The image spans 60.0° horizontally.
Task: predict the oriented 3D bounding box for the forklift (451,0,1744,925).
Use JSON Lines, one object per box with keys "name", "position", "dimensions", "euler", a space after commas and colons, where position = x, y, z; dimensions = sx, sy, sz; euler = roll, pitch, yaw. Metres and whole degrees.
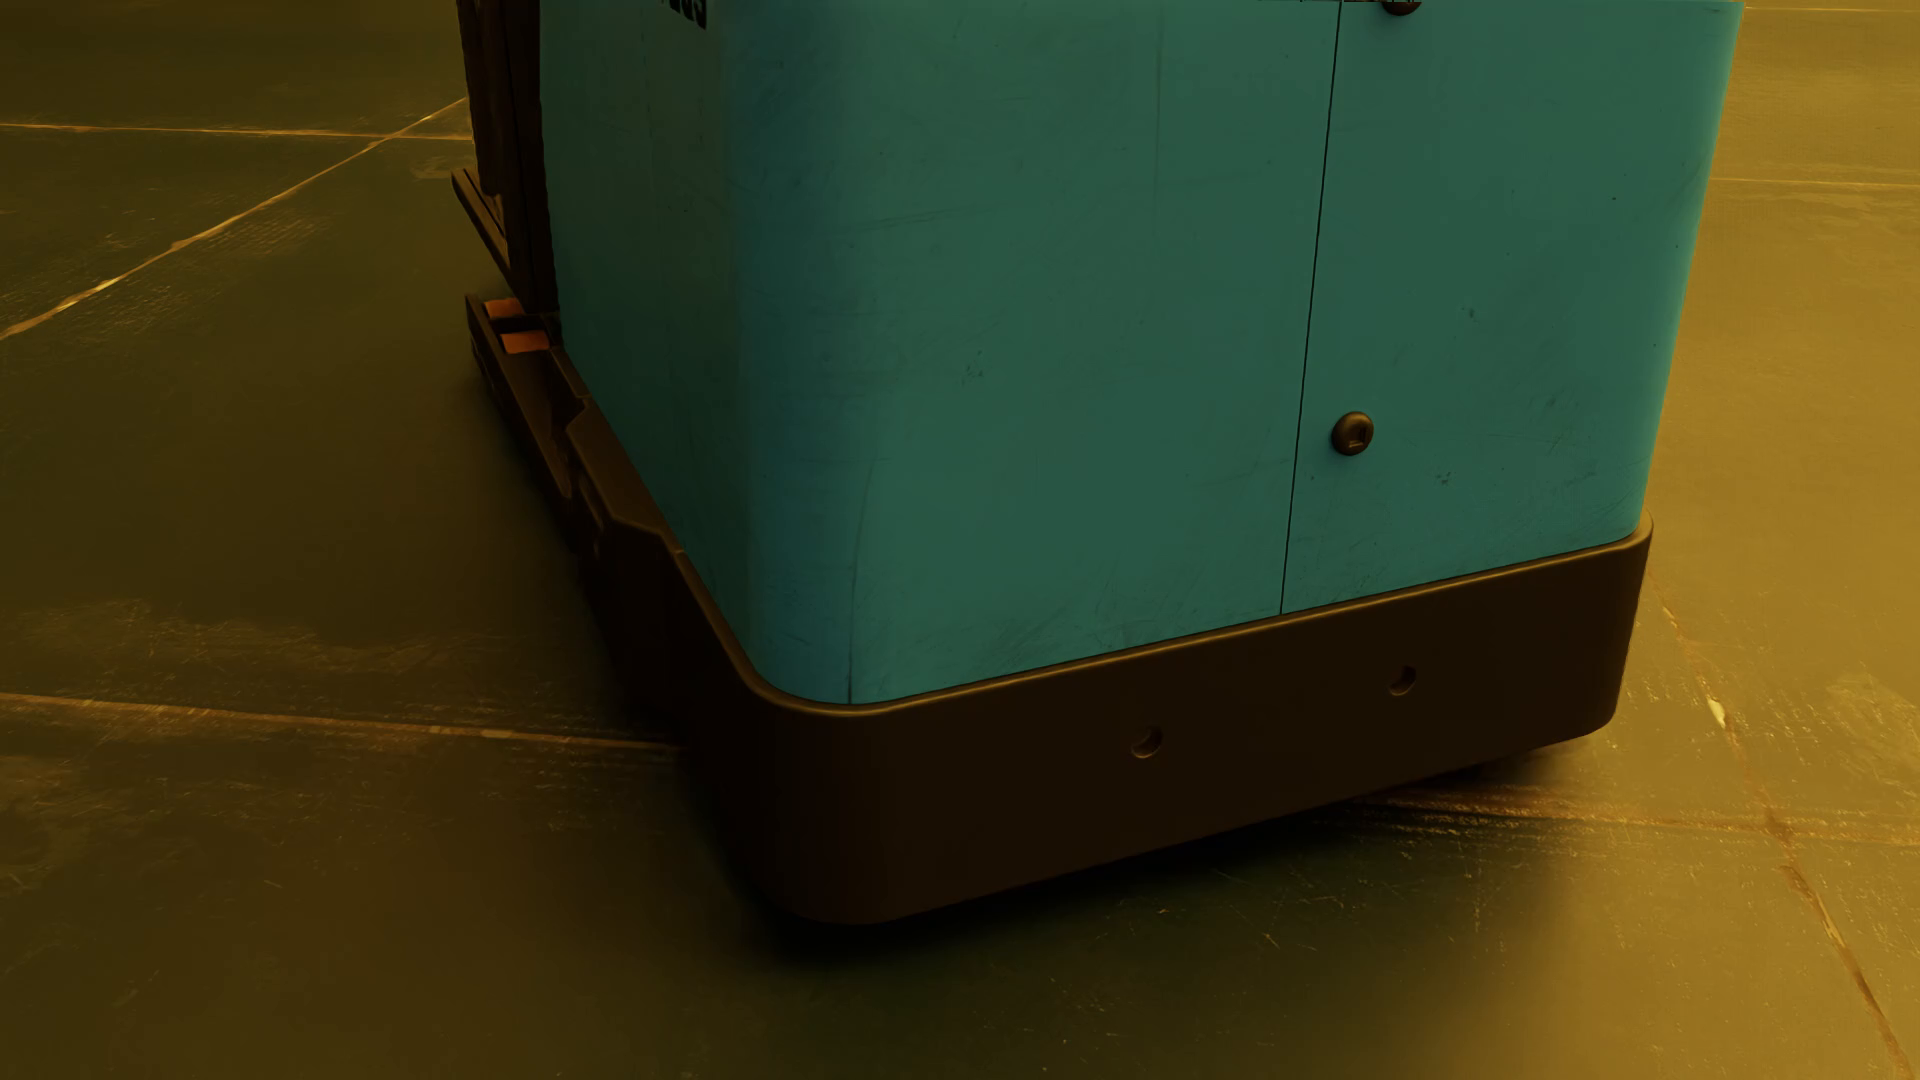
{"name": "forklift", "position": [-0.260, -1.576, 2.376], "dimensions": [1.130, 2.935, 3.031], "euler": [-11, 28, -20]}
